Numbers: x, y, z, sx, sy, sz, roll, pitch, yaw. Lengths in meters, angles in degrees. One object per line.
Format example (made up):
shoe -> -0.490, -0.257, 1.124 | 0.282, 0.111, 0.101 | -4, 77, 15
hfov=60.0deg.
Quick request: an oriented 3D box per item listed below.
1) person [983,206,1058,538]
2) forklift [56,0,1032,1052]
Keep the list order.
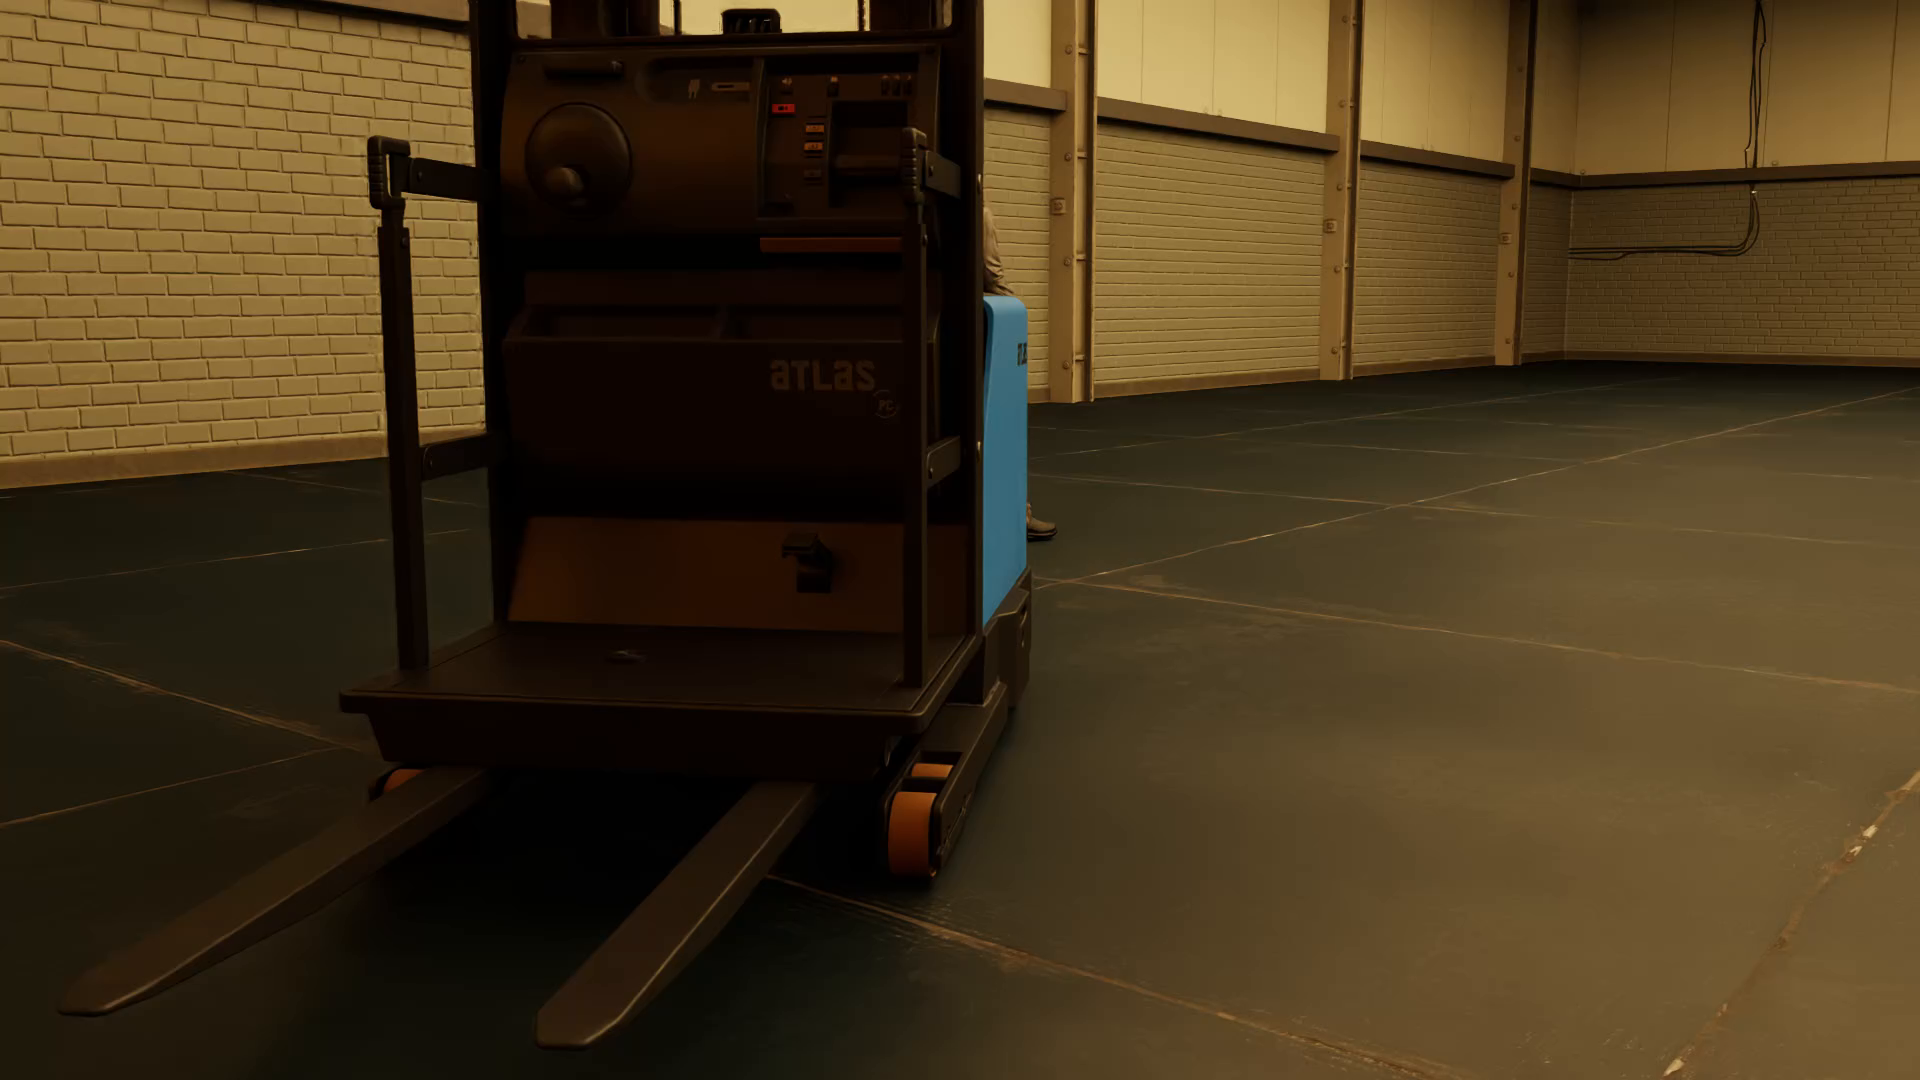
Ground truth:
person -> 0.045, -0.866, 7.323 | 0.634, 1.722, 0.566 | 7, 11, 38
forklift -> -0.531, -0.874, 3.253 | 1.130, 2.935, 3.031 | 1, 8, 9
